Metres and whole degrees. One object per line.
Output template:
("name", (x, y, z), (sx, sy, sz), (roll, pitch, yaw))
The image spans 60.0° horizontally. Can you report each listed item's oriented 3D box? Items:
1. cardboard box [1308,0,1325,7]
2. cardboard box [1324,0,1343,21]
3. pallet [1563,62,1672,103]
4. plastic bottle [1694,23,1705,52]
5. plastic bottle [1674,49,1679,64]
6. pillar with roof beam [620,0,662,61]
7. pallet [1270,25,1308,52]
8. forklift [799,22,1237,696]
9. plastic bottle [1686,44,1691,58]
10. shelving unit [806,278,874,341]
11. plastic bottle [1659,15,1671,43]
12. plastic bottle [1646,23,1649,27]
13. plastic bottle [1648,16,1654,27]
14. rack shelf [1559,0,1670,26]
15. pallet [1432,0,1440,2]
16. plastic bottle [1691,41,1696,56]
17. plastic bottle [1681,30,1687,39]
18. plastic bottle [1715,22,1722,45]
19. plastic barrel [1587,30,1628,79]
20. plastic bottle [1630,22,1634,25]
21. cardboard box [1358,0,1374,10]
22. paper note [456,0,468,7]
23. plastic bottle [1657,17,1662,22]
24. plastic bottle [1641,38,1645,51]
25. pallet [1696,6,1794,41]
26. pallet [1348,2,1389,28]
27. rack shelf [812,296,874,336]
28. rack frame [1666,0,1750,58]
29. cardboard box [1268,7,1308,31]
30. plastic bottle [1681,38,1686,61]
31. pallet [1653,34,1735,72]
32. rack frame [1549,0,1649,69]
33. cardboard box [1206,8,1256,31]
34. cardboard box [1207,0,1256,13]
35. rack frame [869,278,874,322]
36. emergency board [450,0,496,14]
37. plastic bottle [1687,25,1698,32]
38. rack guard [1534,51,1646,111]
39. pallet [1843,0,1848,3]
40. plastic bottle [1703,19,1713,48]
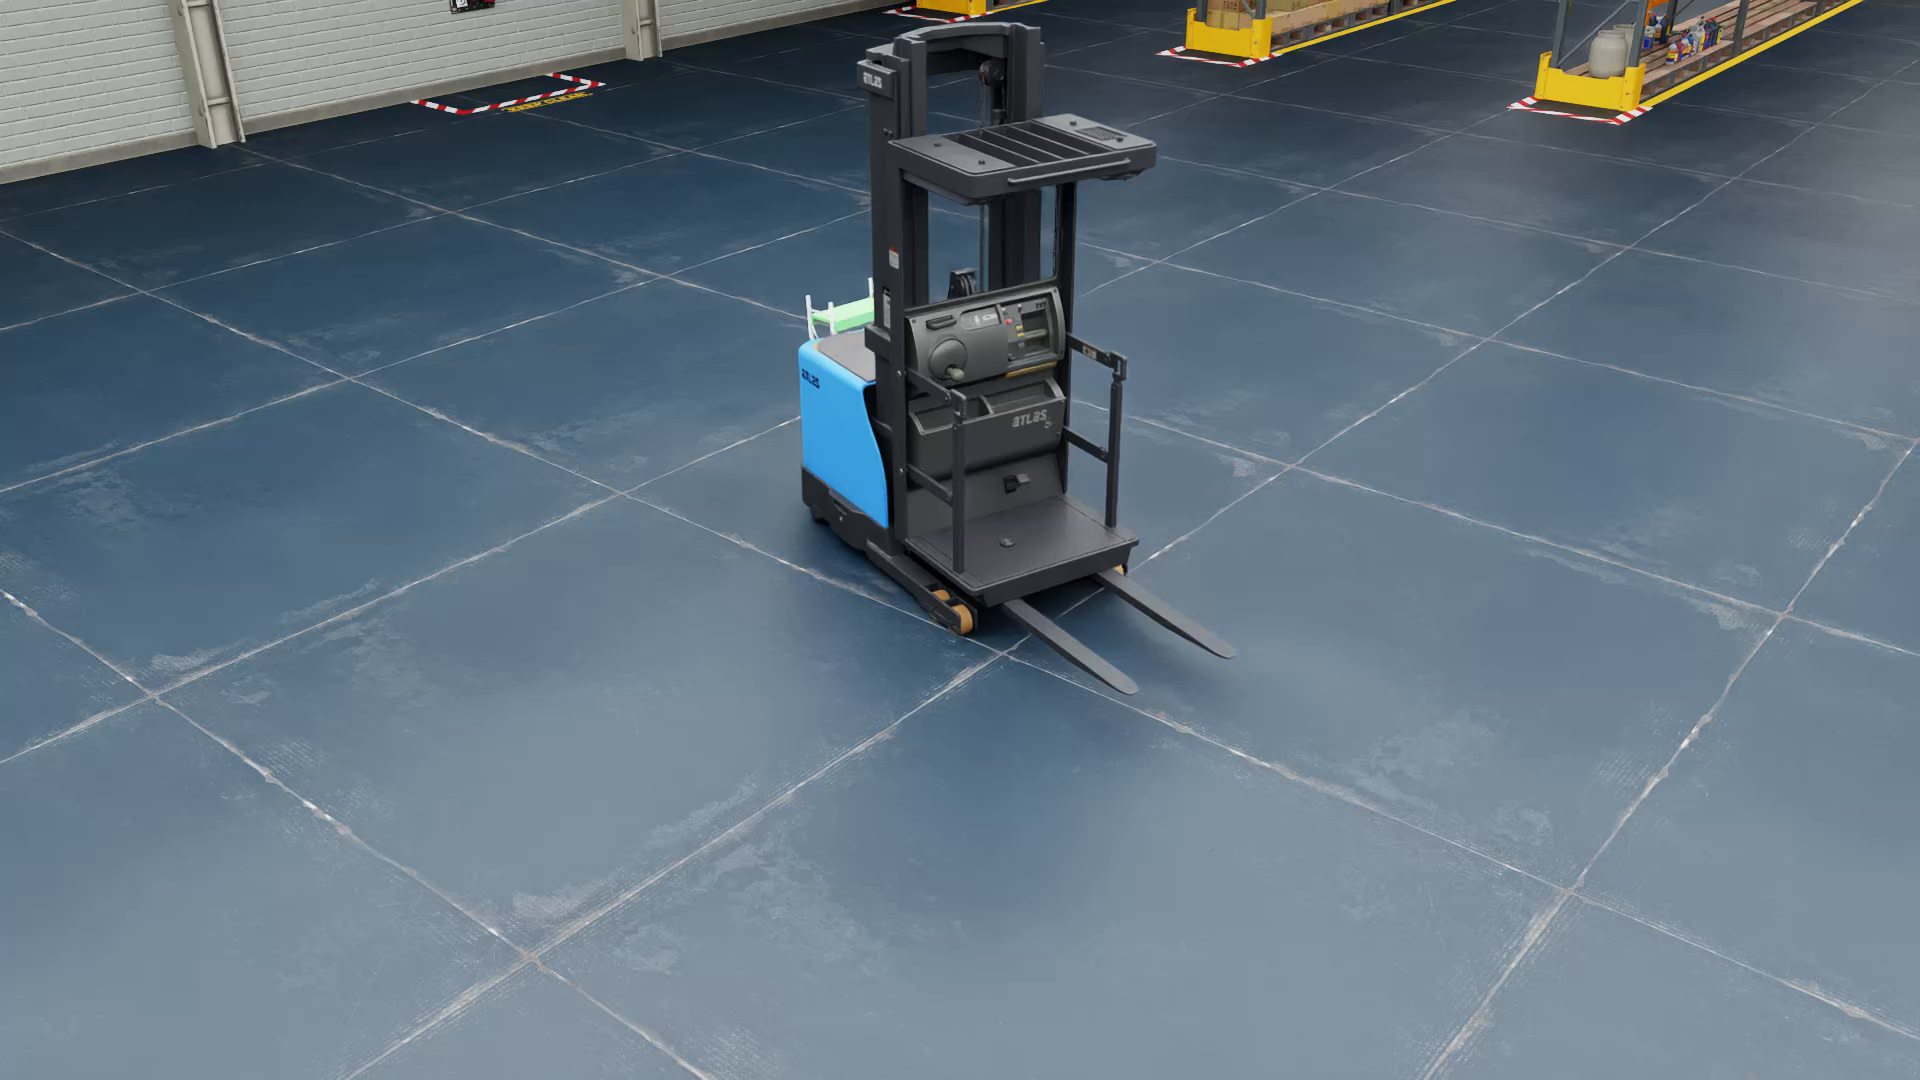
("cardboard box", (4.774, -7.751, 23.188), (0.500, 0.500, 0.500), (21, 34, 34))
("cardboard box", (5.105, -7.590, 23.693), (0.500, 0.250, 0.500), (21, 34, 34))
("pallet", (7.990, -5.608, 20.361), (1.003, 0.211, 1.213), (21, 34, 34))
("plastic bottle", (9.486, -6.462, 21.380), (0.144, 0.351, 0.185), (21, 34, 34))
("plastic bottle", (8.916, -6.061, 20.767), (0.097, 0.201, 0.097), (0, 27, 0))
("pillar with roof beam", (-0.905, -9.195, 17.731), (9.100, 9.000, 0.400), (21, 34, 34))
("pallet", (4.091, -7.013, 23.077), (1.003, 0.211, 1.213), (21, 34, 34))
("forklift", (0.266, -1.041, 8.573), (1.130, 2.935, 3.031), (-16, 32, -29))
("plastic bottle", (9.195, -6.216, 21.068), (0.097, 0.201, 0.097), (0, 27, 0))
("shelving unit", (-0.630, -0.962, 10.286), (0.503, 1.200, 0.258), (-23, 31, -37))
("plastic bottle", (9.279, -6.750, 21.937), (0.144, 0.351, 0.185), (21, 34, 34))
("plastic bottle", (8.983, -6.626, 21.785), (0.097, 0.271, 0.097), (0, 27, 0))
("plastic bottle", (9.047, -6.725, 21.889), (0.144, 0.351, 0.185), (19, 33, 32))
("rack shelf", (8.729, -6.909, 20.624), (1.077, 0.370, 4.000), (21, 34, 34))
("pallet", (7.395, -8.855, 26.638), (1.003, 0.211, 1.213), (21, 34, 34))
("plastic bottle", (9.326, -6.289, 21.209), (0.097, 0.201, 0.097), (0, 27, 0))
("plastic bottle", (9.297, -6.406, 21.346), (0.061, 0.283, 0.133), (21, 34, 34))
("plastic bottle", (9.949, -6.660, 21.836), (0.061, 0.283, 0.133), (23, 35, 37))
("plastic barrel", (7.816, -5.857, 20.057), (0.421, 0.512, 0.421), (0, 27, 0))
("plastic bottle", (8.659, -6.508, 21.470), (0.144, 0.351, 0.185), (22, 35, 36))
("cardboard box", (5.729, -7.949, 24.387), (0.500, 0.250, 0.500), (21, 34, 34))
("paper note", (-5.994, -6.490, 19.989), (0.016, 0.148, 0.142), (21, 34, 34))
("plastic bottle", (9.275, -6.816, 22.146), (0.152, 0.276, 0.135), (22, 35, 36))
("plastic bottle", (8.780, -6.422, 21.466), (0.097, 0.201, 0.097), (0, 27, 0))
("pallet", (11.246, -7.424, 23.870), (1.003, 0.211, 1.213), (21, 34, 34))
("pallet", (5.643, -7.879, 24.750), (1.003, 0.211, 1.213), (21, 34, 34))
("rack shelf", (-0.648, -1.341, 10.114), (0.480, 0.148, 0.258), (-23, 31, -37))
("rack frame", (10.001, -7.938, 21.829), (1.000, 3.000, 0.127), (21, 34, 34))
("cardboard box", (4.465, -7.237, 23.011), (0.500, 0.250, 0.500), (21, 34, 34))
("plastic bottle", (9.068, -6.176, 20.915), (0.097, 0.271, 0.097), (0, 27, 0))
("pallet", (9.542, -6.473, 22.033), (1.003, 0.211, 1.213), (21, 34, 34))
("rack frame", (7.457, -6.520, 19.088), (1.000, 3.000, 0.127), (21, 34, 34))
("cardboard box", (3.750, -7.210, 22.959), (0.500, 0.250, 0.500), (21, 34, 34))
("cardboard box", (3.748, -7.544, 22.788), (0.500, 0.500, 0.500), (21, 34, 34))
("rack frame", (-0.449, -1.037, 10.432), (0.015, 1.200, 0.240), (-23, 31, -37))
("emergency board", (-5.828, -6.924, 19.869), (0.194, 1.169, 0.643), (21, 34, 34))
("plastic bottle", (9.561, -6.577, 21.685), (0.152, 0.276, 0.135), (21, 34, 34))
("rack guard", (7.469, -5.450, 19.741), (1.175, 0.500, 0.348), (21, 34, 34))
("pallet", (13.791, -8.840, 26.608), (1.003, 0.211, 1.213), (21, 34, 34))
("plastic bottle", (9.692, -6.576, 21.601), (0.144, 0.351, 0.185), (19, 33, 32))
